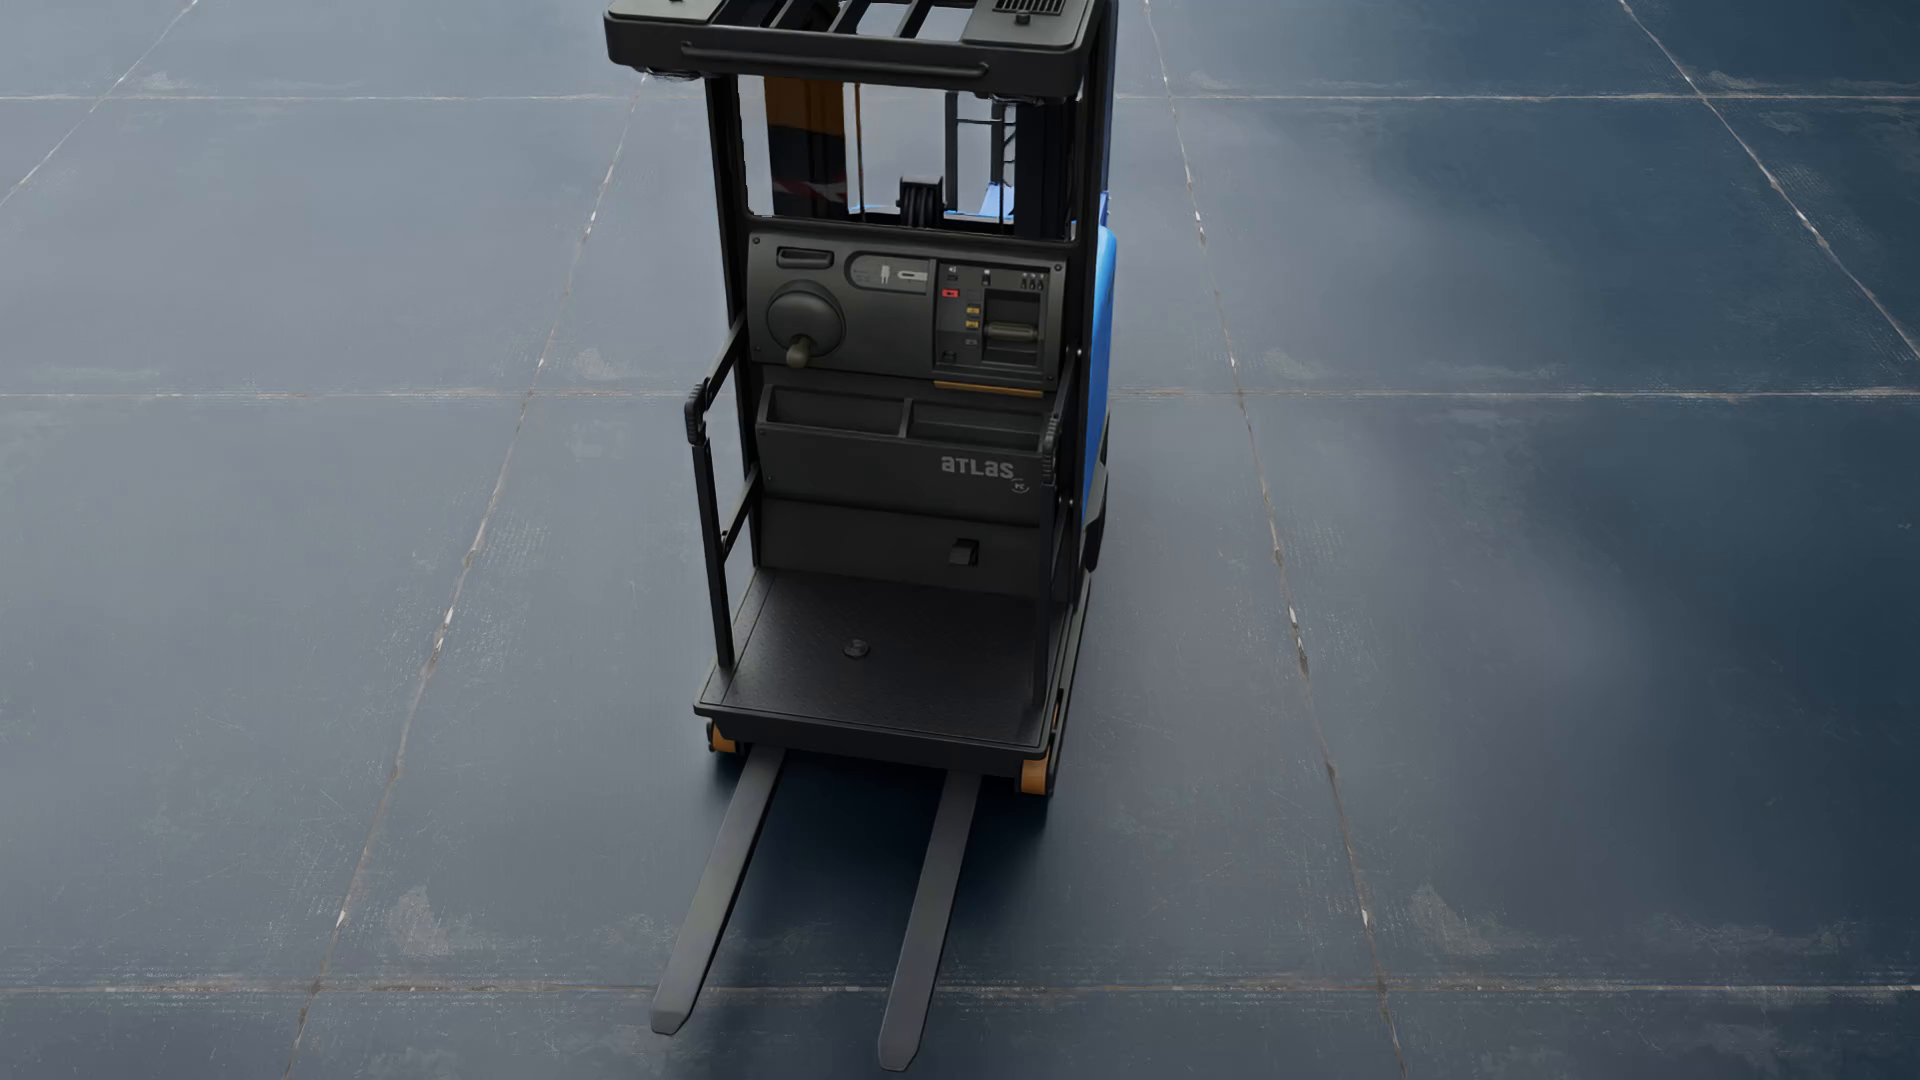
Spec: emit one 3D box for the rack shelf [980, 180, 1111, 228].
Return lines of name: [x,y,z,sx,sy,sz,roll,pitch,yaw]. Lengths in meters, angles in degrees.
rack shelf: [0.288,-1.133,6.752,0.538,0.185,1.000,7,39,8]

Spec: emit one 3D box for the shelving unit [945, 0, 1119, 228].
shelving unit: [0.288,-1.274,6.640,0.538,1.500,1.048,7,39,8]

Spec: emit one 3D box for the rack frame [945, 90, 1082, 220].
rack frame: [0.196,-0.961,6.250,0.500,1.500,0.032,7,39,8]

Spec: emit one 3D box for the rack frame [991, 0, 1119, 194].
rack frame: [0.380,-1.586,7.030,0.500,1.500,0.032,7,39,8]

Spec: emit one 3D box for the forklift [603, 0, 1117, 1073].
forklift: [-0.197,-0.591,4.643,1.130,2.935,3.031,7,39,8]
